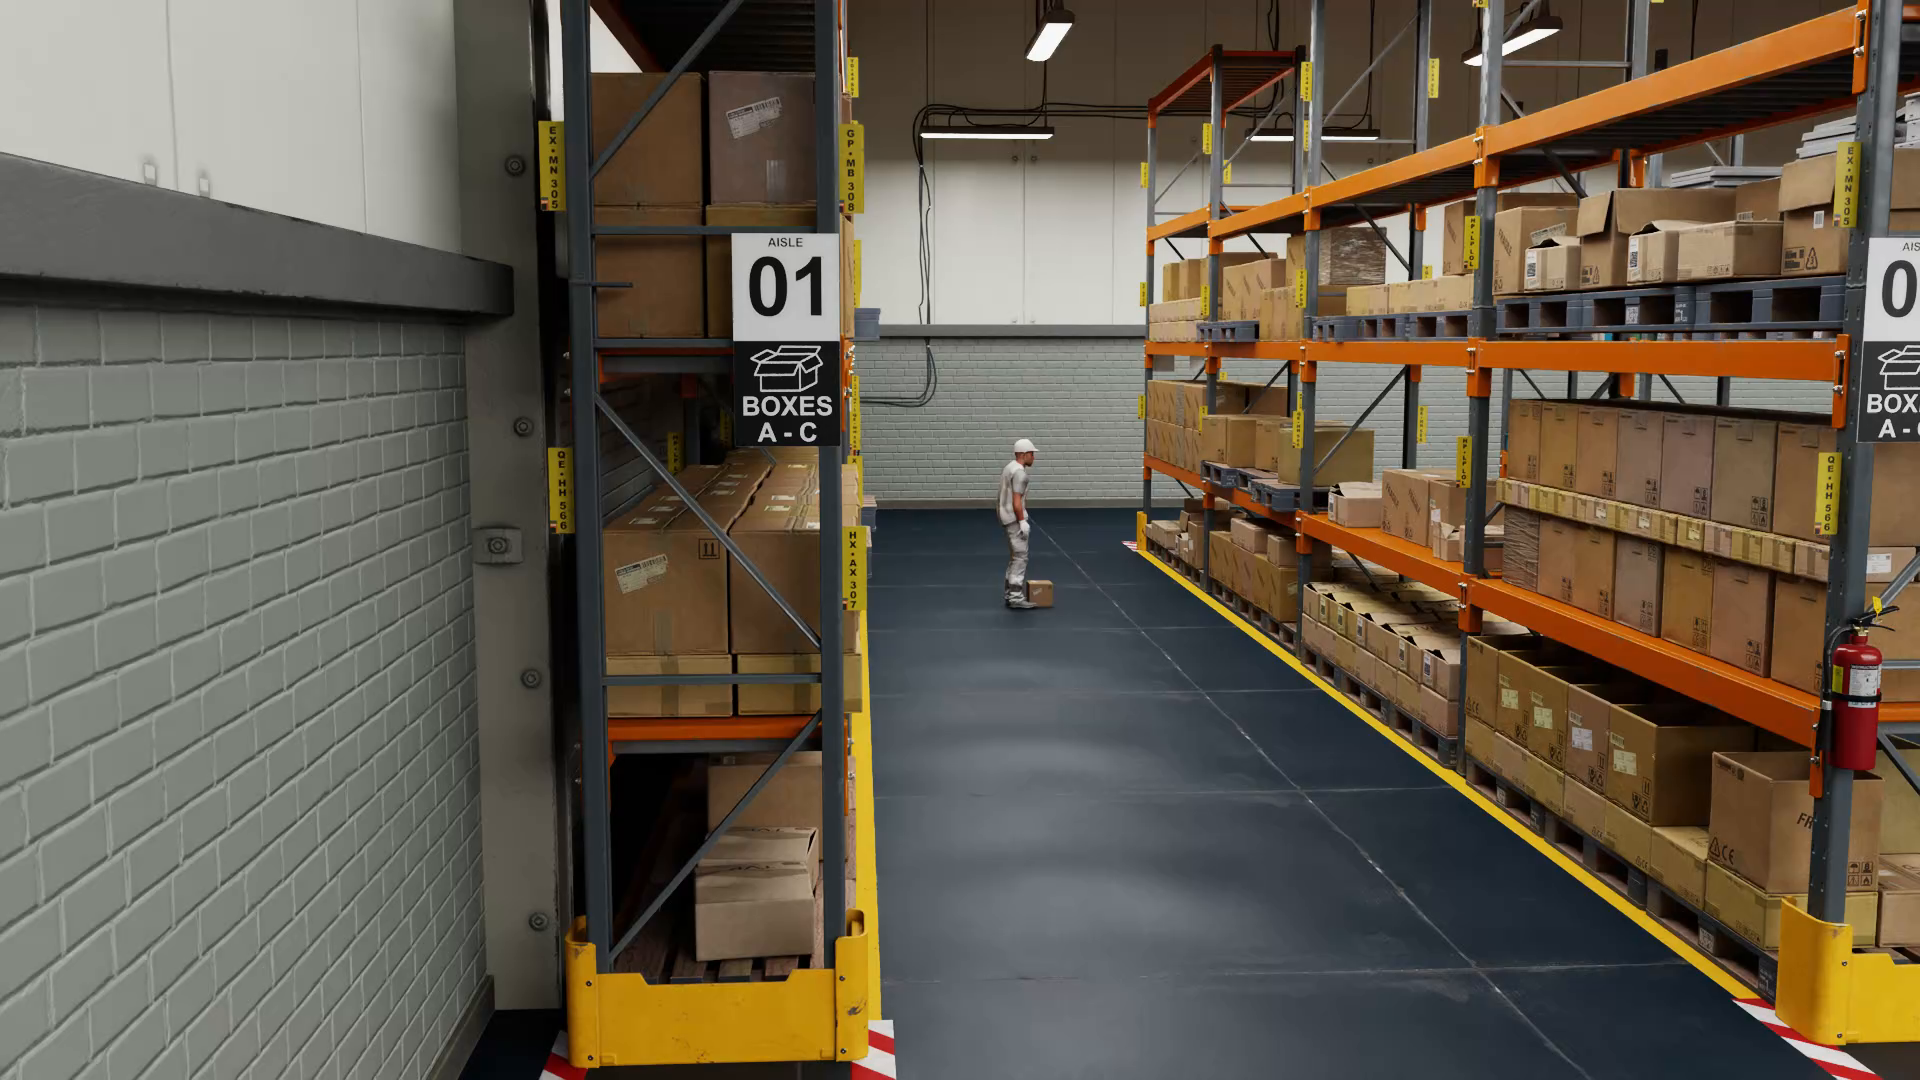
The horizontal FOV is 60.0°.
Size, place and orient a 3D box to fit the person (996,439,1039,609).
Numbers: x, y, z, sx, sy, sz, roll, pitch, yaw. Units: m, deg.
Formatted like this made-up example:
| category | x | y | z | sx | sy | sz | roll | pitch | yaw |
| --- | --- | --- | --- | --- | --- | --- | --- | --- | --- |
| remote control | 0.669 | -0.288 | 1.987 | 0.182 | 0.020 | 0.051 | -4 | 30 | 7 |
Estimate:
| category | x | y | z | sx | sy | sz | roll | pitch | yaw |
| --- | --- | --- | --- | --- | --- | --- | --- | --- | --- |
| person | 0.624 | -0.179 | 17.705 | 0.451 | 1.775 | 0.612 | -1 | 7 | -7 |
